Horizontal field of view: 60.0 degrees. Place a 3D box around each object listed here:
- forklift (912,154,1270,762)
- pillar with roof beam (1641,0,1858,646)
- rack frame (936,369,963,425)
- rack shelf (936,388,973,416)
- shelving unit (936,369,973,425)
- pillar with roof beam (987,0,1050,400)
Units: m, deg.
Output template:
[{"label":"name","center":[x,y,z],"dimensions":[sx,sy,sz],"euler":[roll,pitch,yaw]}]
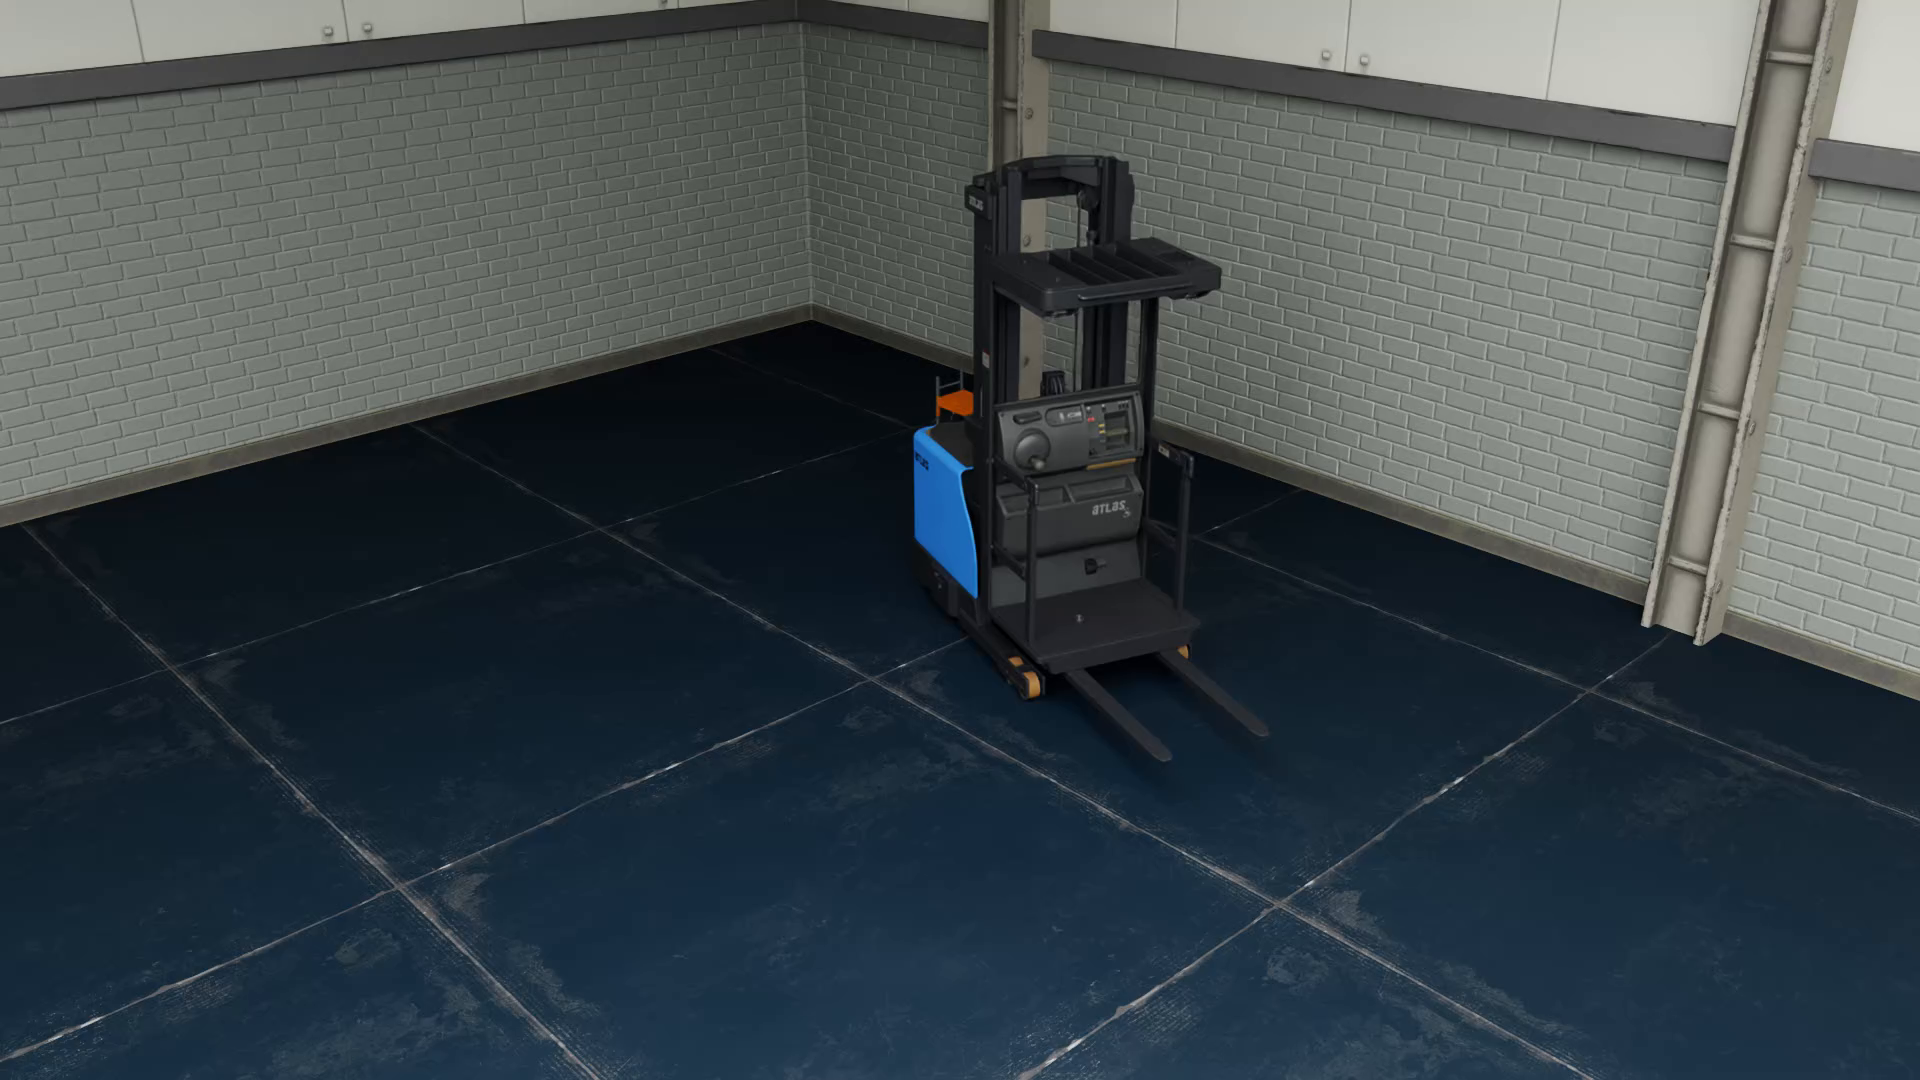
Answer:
[{"label":"forklift","center":[0.745,-0.605,9.546],"dimensions":[1.130,2.935,3.031],"euler":[-11,27,-22]},{"label":"pillar with roof beam","center":[1.428,-2.318,5.989],"dimensions":[9.100,9.000,0.400],"euler":[-21,32,-38]},{"label":"rack frame","center":[-0.071,-0.595,11.608],"dimensions":[0.240,1.200,0.015],"euler":[-21,32,-38]},{"label":"rack shelf","center":[0.093,-0.877,11.280],"dimensions":[0.258,0.148,0.480],"euler":[-21,32,-38]},{"label":"shelving unit","center":[0.093,-0.519,11.443],"dimensions":[0.258,1.200,0.503],"euler":[-21,32,-38]},{"label":"pillar with roof beam","center":[-2.673,-4.136,9.973],"dimensions":[9.100,9.000,0.400],"euler":[-21,32,-38]}]
